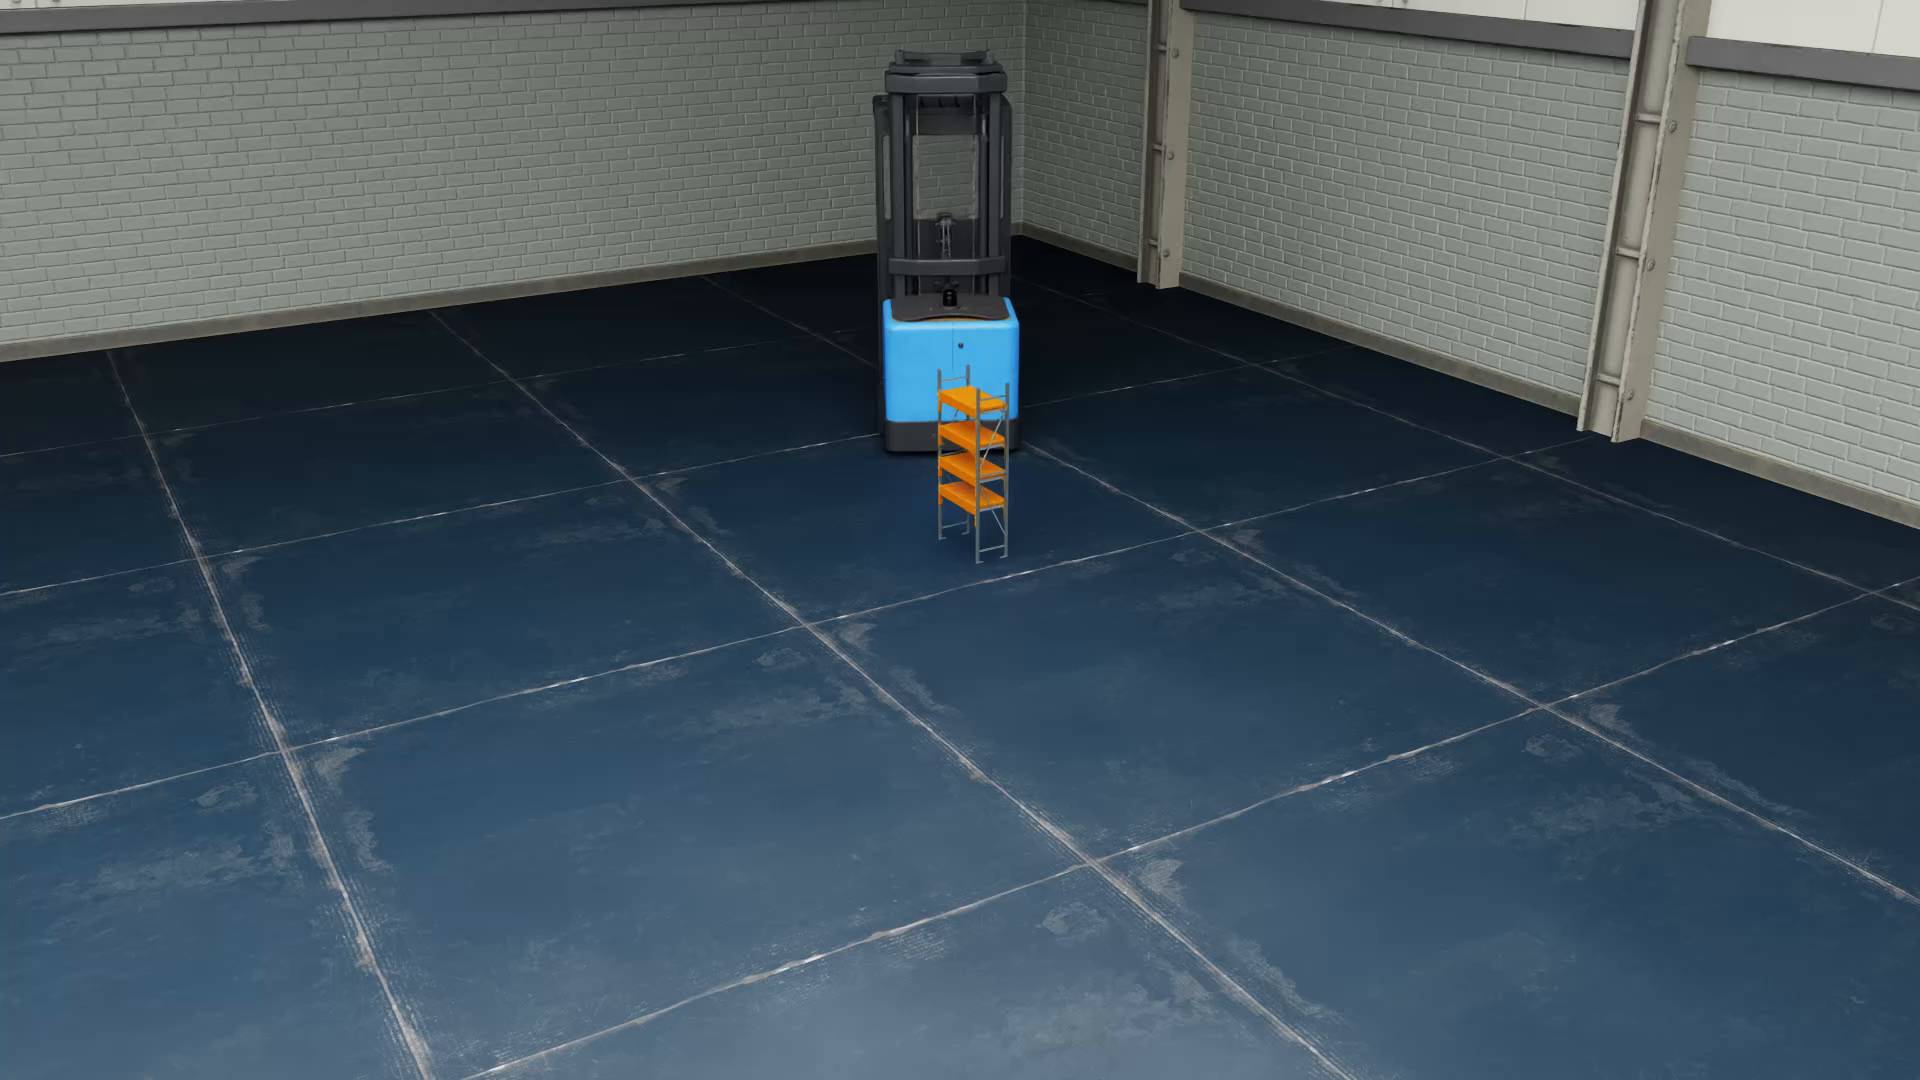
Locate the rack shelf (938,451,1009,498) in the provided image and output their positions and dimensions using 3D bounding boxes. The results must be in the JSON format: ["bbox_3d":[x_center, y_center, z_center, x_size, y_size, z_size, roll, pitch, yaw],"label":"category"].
[{"bbox_3d":[0.085,-0.440,10.979,0.258,0.148,0.480,-13,25,-28],"label":"rack shelf"}]

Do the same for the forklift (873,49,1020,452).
[{"bbox_3d":[-0.148,-2.548,13.687,1.130,2.935,3.031,-1,22,-3],"label":"forklift"}]

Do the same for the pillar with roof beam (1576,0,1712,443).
[{"bbox_3d":[1.541,-4.206,9.707,9.100,9.000,0.400,-13,25,-28],"label":"pillar with roof beam"}]

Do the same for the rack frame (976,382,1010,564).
[{"bbox_3d":[0.209,-0.423,10.759,0.240,1.200,0.015,-13,25,-28],"label":"rack frame"}]

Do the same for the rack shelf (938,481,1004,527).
[{"bbox_3d":[0.085,-0.256,11.054,0.258,0.148,0.480,-13,25,-28],"label":"rack shelf"}]

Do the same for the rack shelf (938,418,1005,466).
[{"bbox_3d":[0.085,-0.647,10.895,0.258,0.148,0.480,-13,25,-28],"label":"rack shelf"}]

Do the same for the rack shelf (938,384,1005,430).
[{"bbox_3d":[0.085,-0.866,10.806,0.258,0.148,0.480,-13,25,-28],"label":"rack shelf"}]

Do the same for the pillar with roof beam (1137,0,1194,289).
[{"bbox_3d":[-1.524,-6.148,14.486,9.100,9.000,0.400,-13,25,-28],"label":"pillar with roof beam"}]

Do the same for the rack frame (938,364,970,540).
[{"bbox_3d":[-0.040,-0.581,11.148,0.240,1.200,0.015,-13,25,-28],"label":"rack frame"}]

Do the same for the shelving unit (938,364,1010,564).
[{"bbox_3d":[0.085,-0.502,10.954,0.258,1.200,0.503,-13,25,-28],"label":"shelving unit"}]
